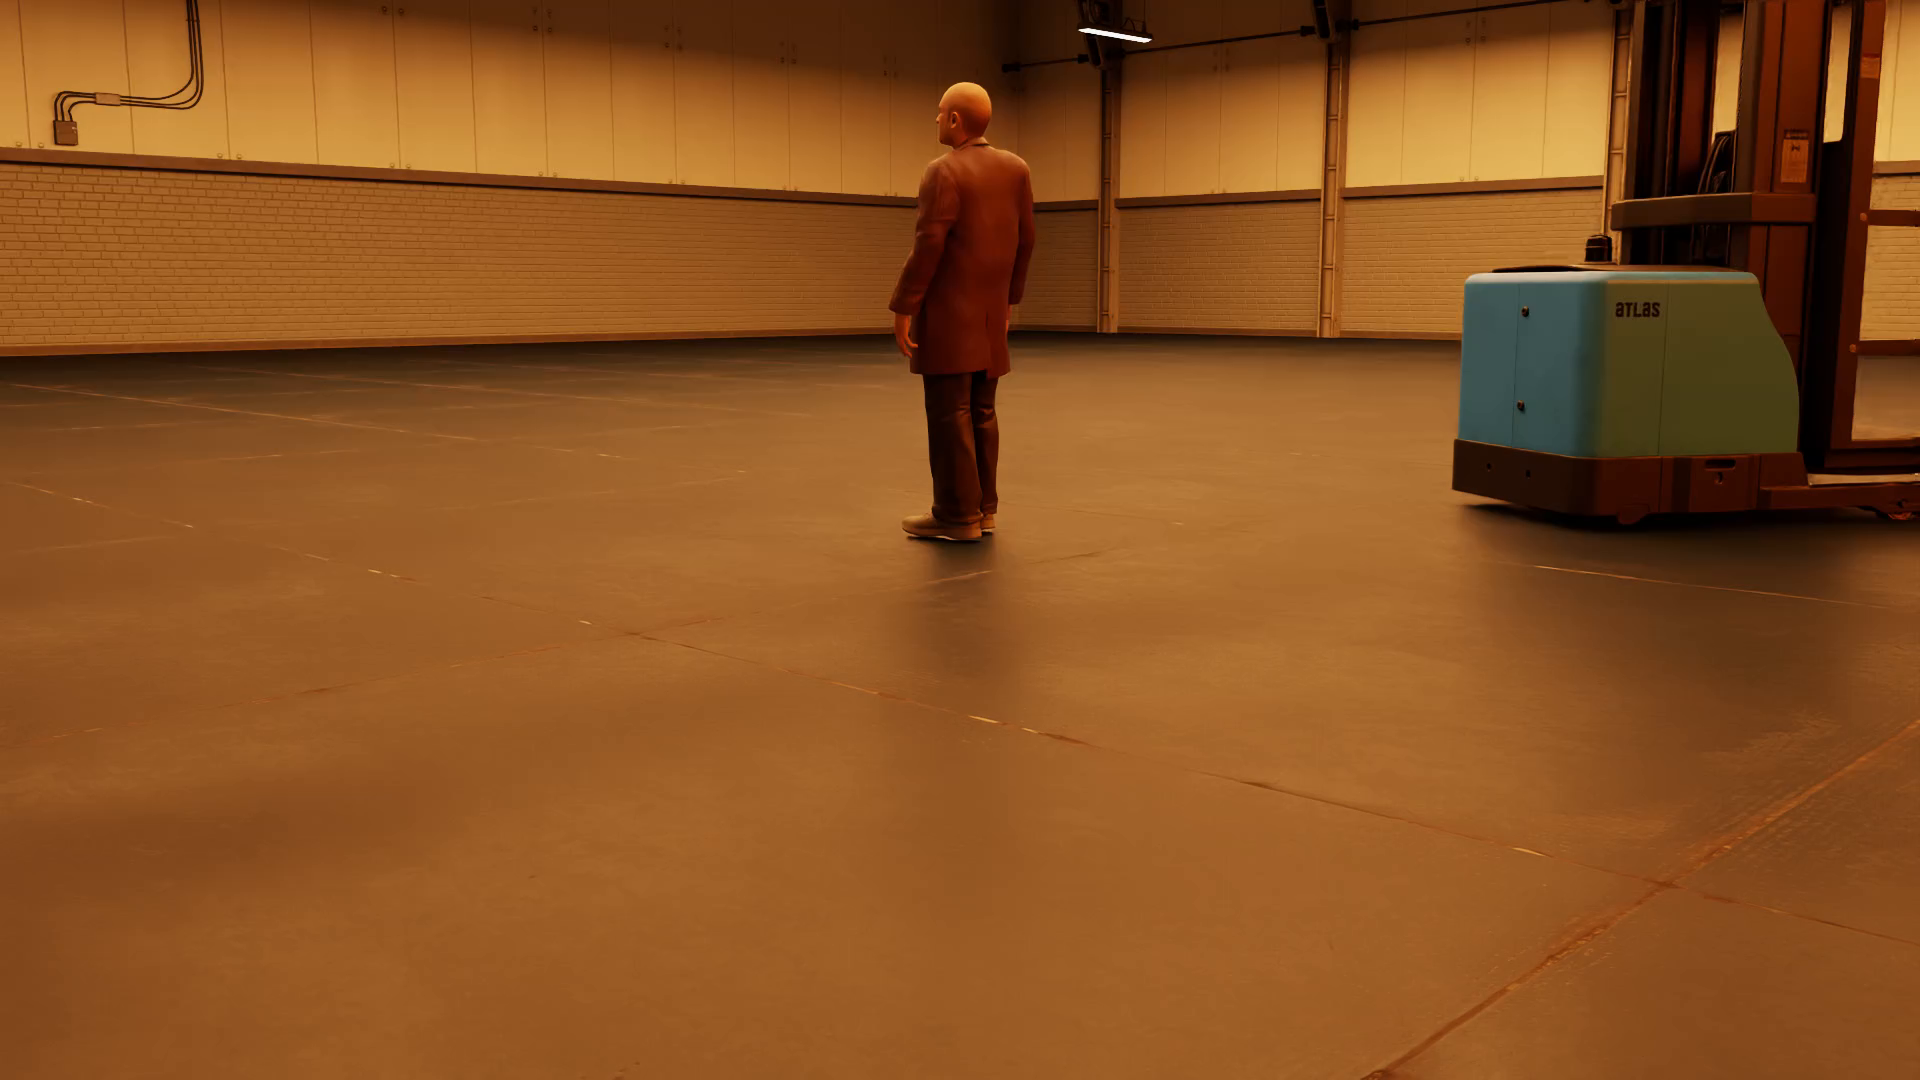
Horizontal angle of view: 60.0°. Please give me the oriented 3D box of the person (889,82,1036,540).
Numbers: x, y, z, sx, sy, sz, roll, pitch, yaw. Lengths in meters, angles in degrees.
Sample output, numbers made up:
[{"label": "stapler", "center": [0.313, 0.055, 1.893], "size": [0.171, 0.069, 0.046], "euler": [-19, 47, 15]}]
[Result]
[{"label": "person", "center": [-0.063, -0.896, 6.650], "size": [0.579, 1.777, 0.698], "euler": [8, 12, 43]}]

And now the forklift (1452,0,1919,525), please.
[{"label": "forklift", "center": [3.886, -1.608, 7.550], "size": [3.031, 2.935, 1.130], "euler": [-2, 9, -15]}]
